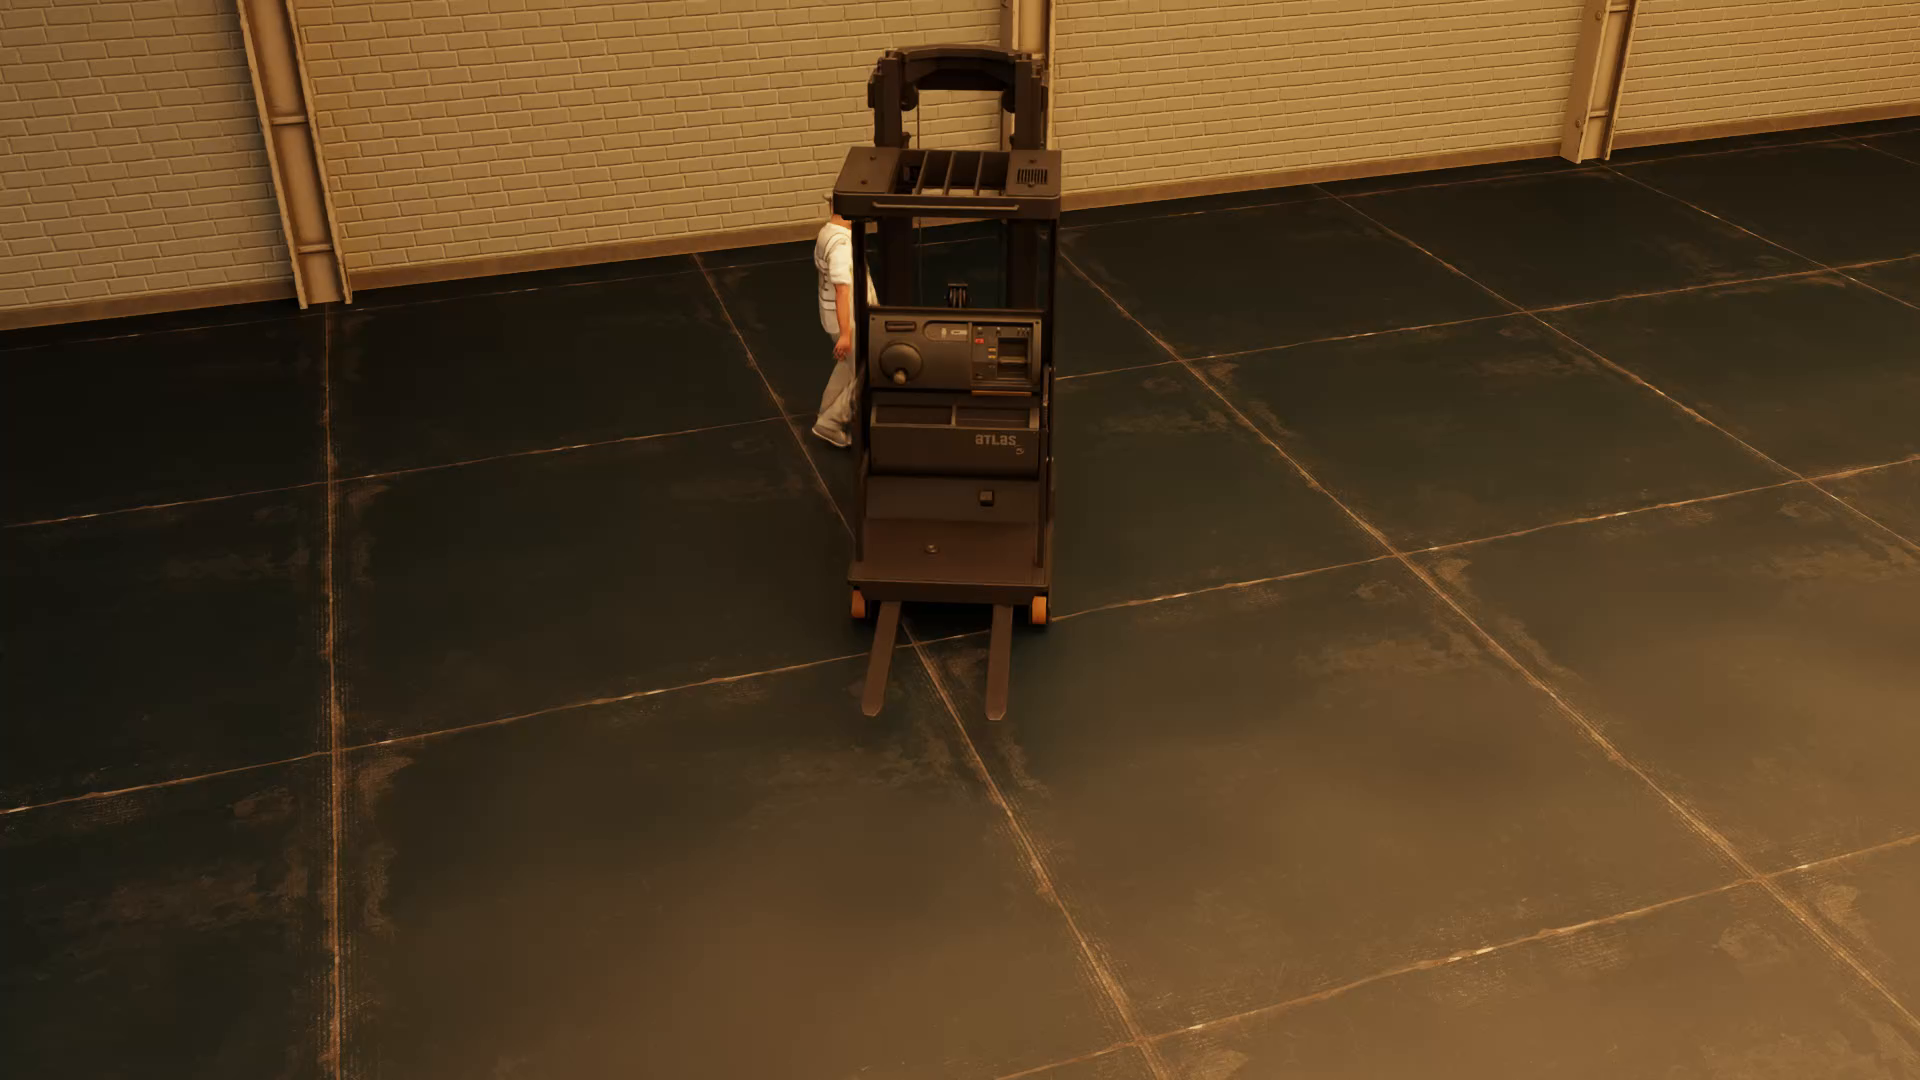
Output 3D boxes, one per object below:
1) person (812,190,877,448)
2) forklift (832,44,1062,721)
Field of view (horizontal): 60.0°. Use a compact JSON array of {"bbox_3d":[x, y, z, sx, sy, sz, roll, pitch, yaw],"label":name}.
[{"bbox_3d":[-0.773,-1.439,10.871,0.505,1.667,0.897,-6,31,-11],"label":"person"},{"bbox_3d":[-0.039,-0.967,8.767,1.130,2.935,3.031,2,30,3],"label":"forklift"}]
